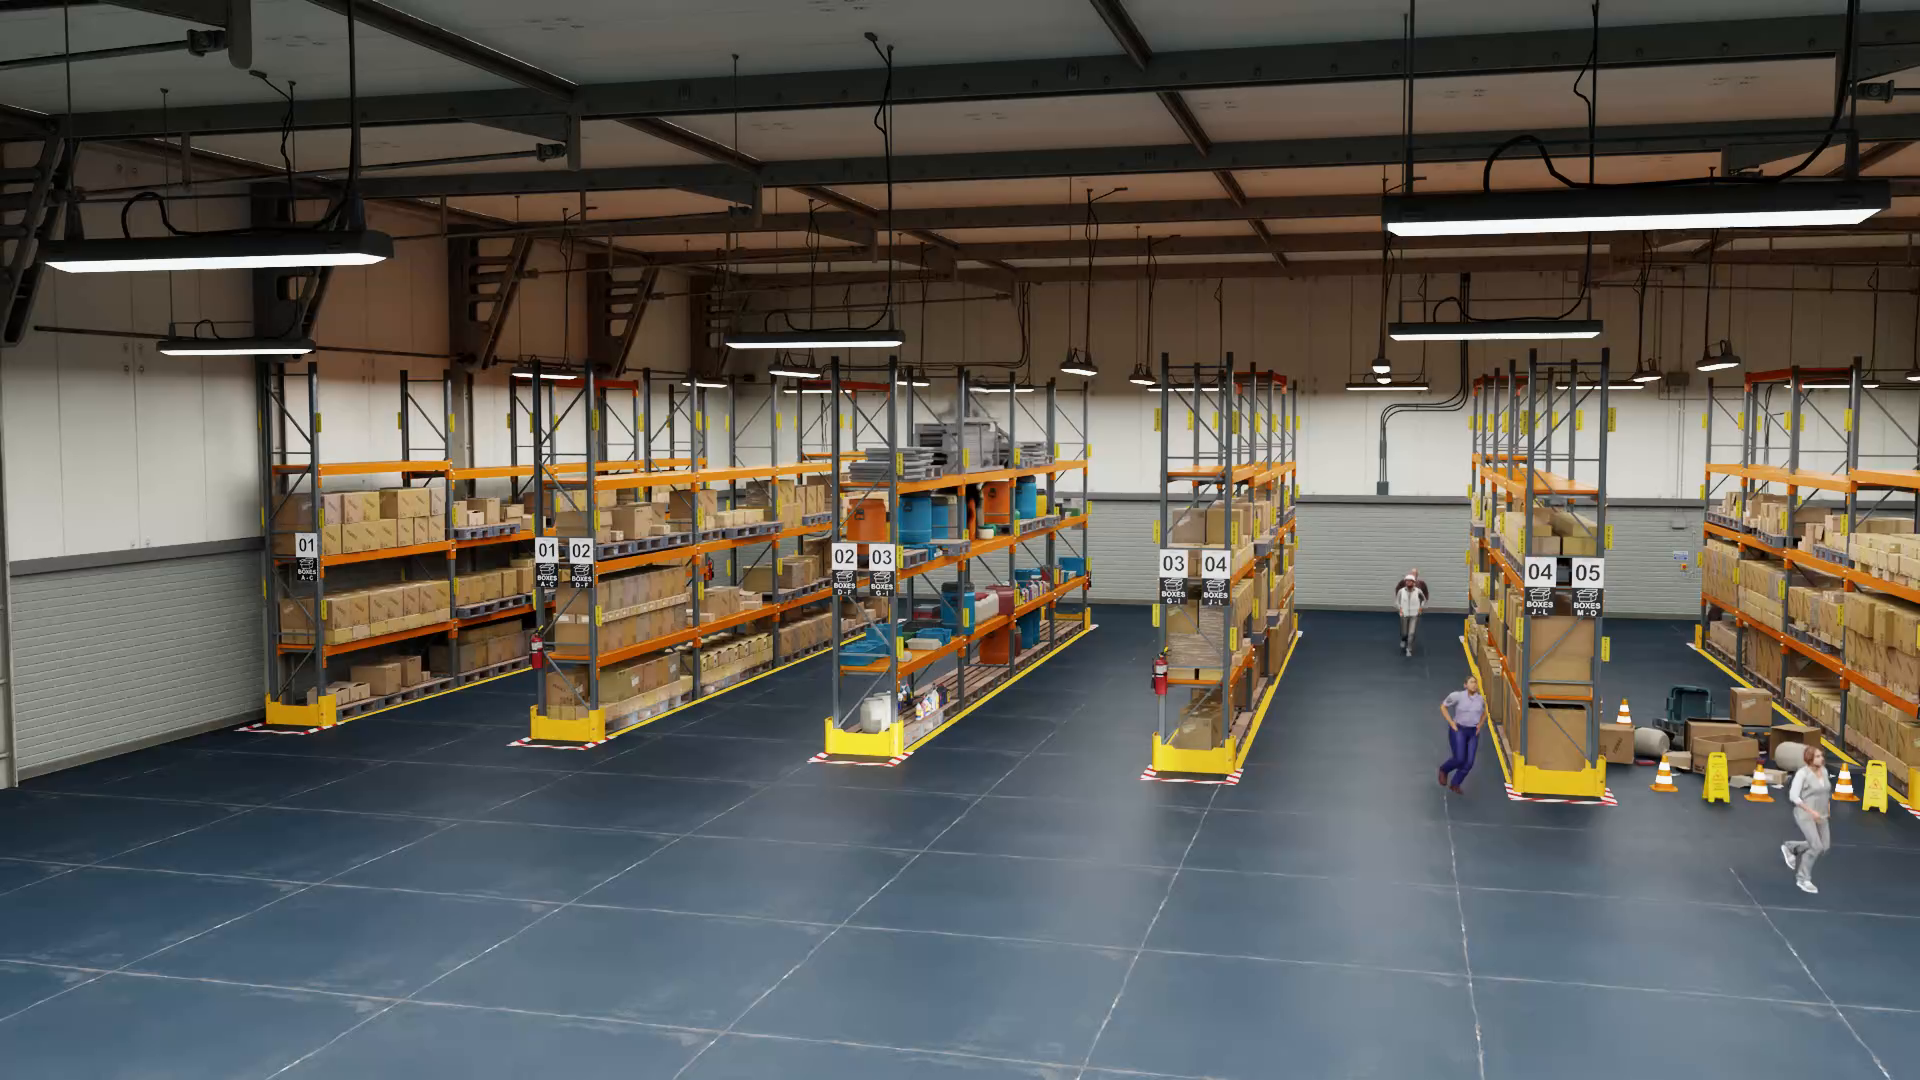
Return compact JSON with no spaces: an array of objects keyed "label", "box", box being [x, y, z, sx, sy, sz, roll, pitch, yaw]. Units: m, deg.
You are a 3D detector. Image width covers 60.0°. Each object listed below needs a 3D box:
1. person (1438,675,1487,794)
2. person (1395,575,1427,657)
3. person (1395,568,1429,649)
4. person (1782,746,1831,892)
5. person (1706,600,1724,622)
[{"label":"person","box":[6.851,2.642,22.556,0.607,1.610,0.524,-1,4,-9]},{"label":"person","box":[9.728,1.619,35.890,0.668,1.764,0.758,1,4,19]},{"label":"person","box":[10.038,1.537,36.956,0.732,1.824,0.672,1,4,18]},{"label":"person","box":[9.113,2.980,17.896,0.554,1.563,0.610,-2,4,-22]},{"label":"person","box":[17.354,1.488,38.111,0.574,1.661,0.702,3,5,35]}]
